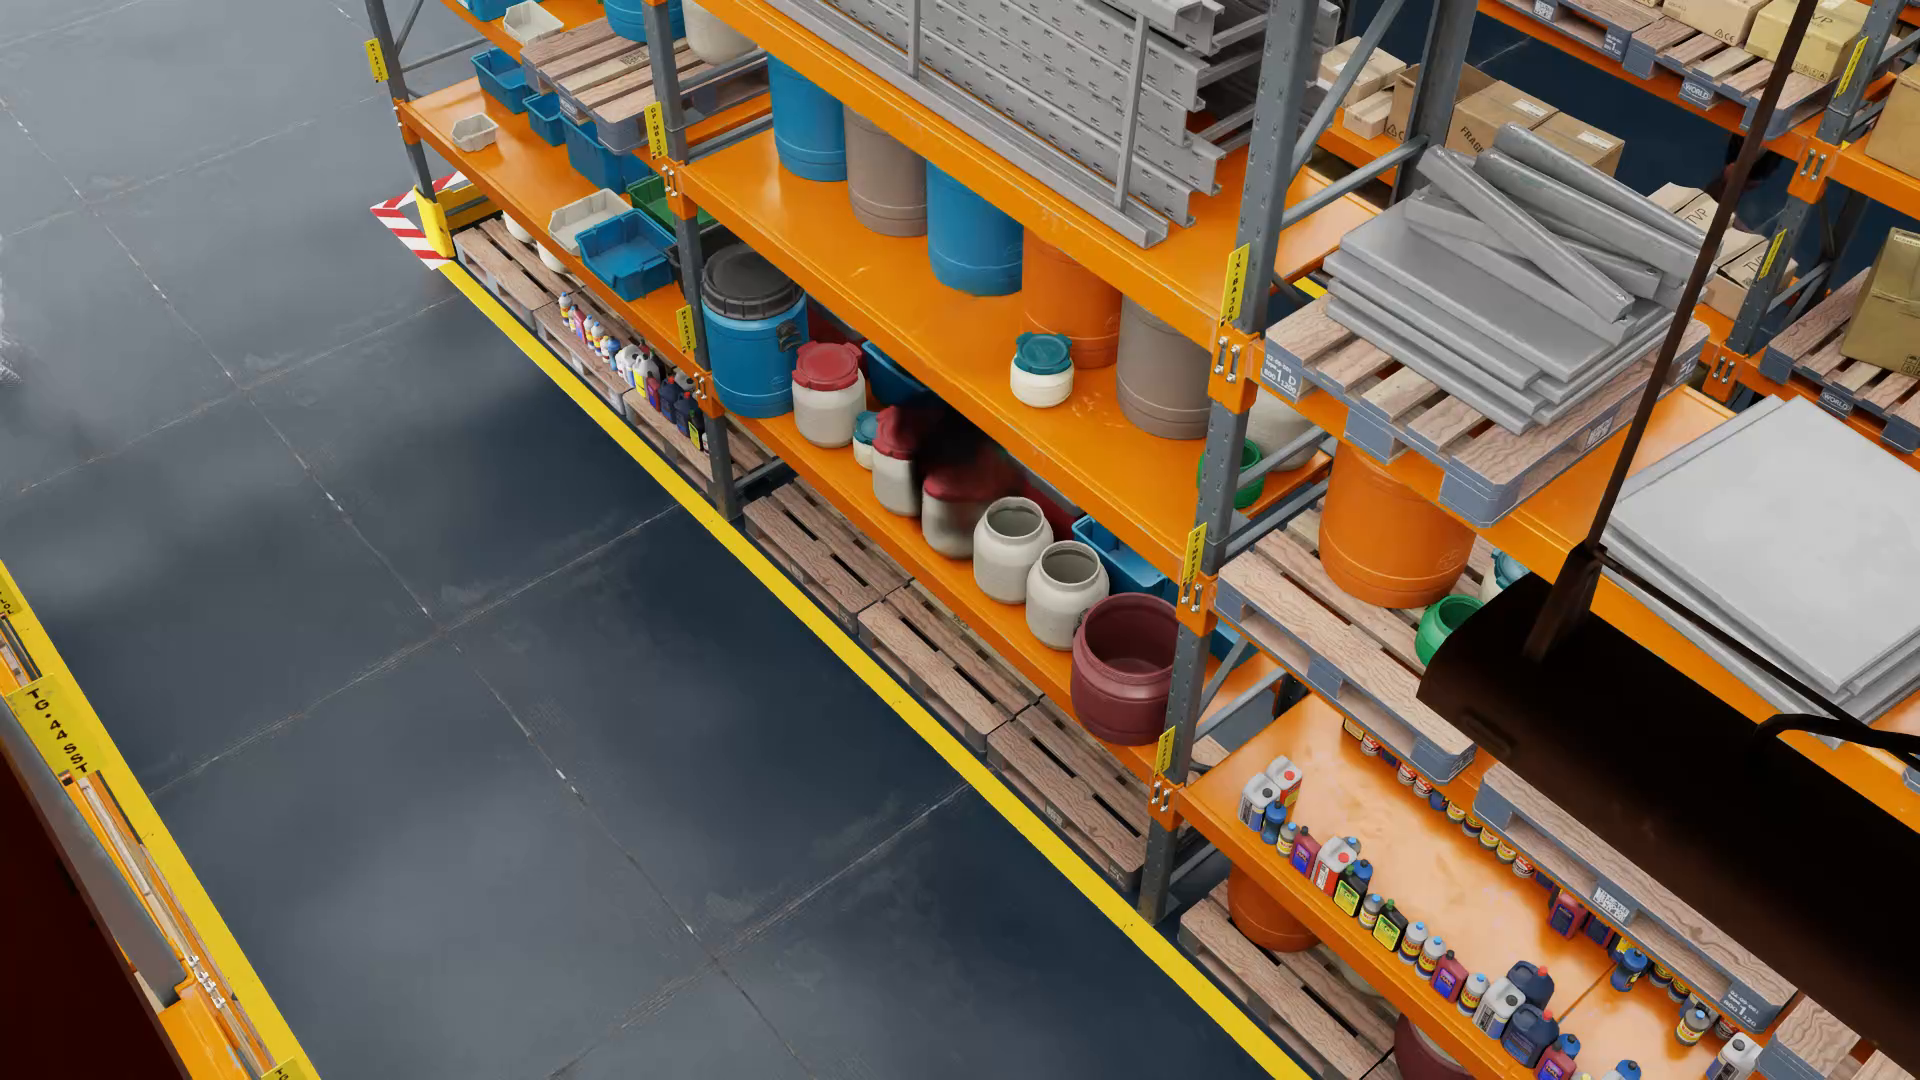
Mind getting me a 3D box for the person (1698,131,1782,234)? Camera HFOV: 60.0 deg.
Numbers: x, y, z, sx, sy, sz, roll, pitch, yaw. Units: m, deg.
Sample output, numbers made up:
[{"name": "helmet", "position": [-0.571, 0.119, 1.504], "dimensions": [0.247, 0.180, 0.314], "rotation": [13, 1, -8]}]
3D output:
[{"name": "person", "position": [5.926, -2.805, 12.493], "dimensions": [0.692, 1.680, 0.599], "rotation": [-34, 55, -28]}]
